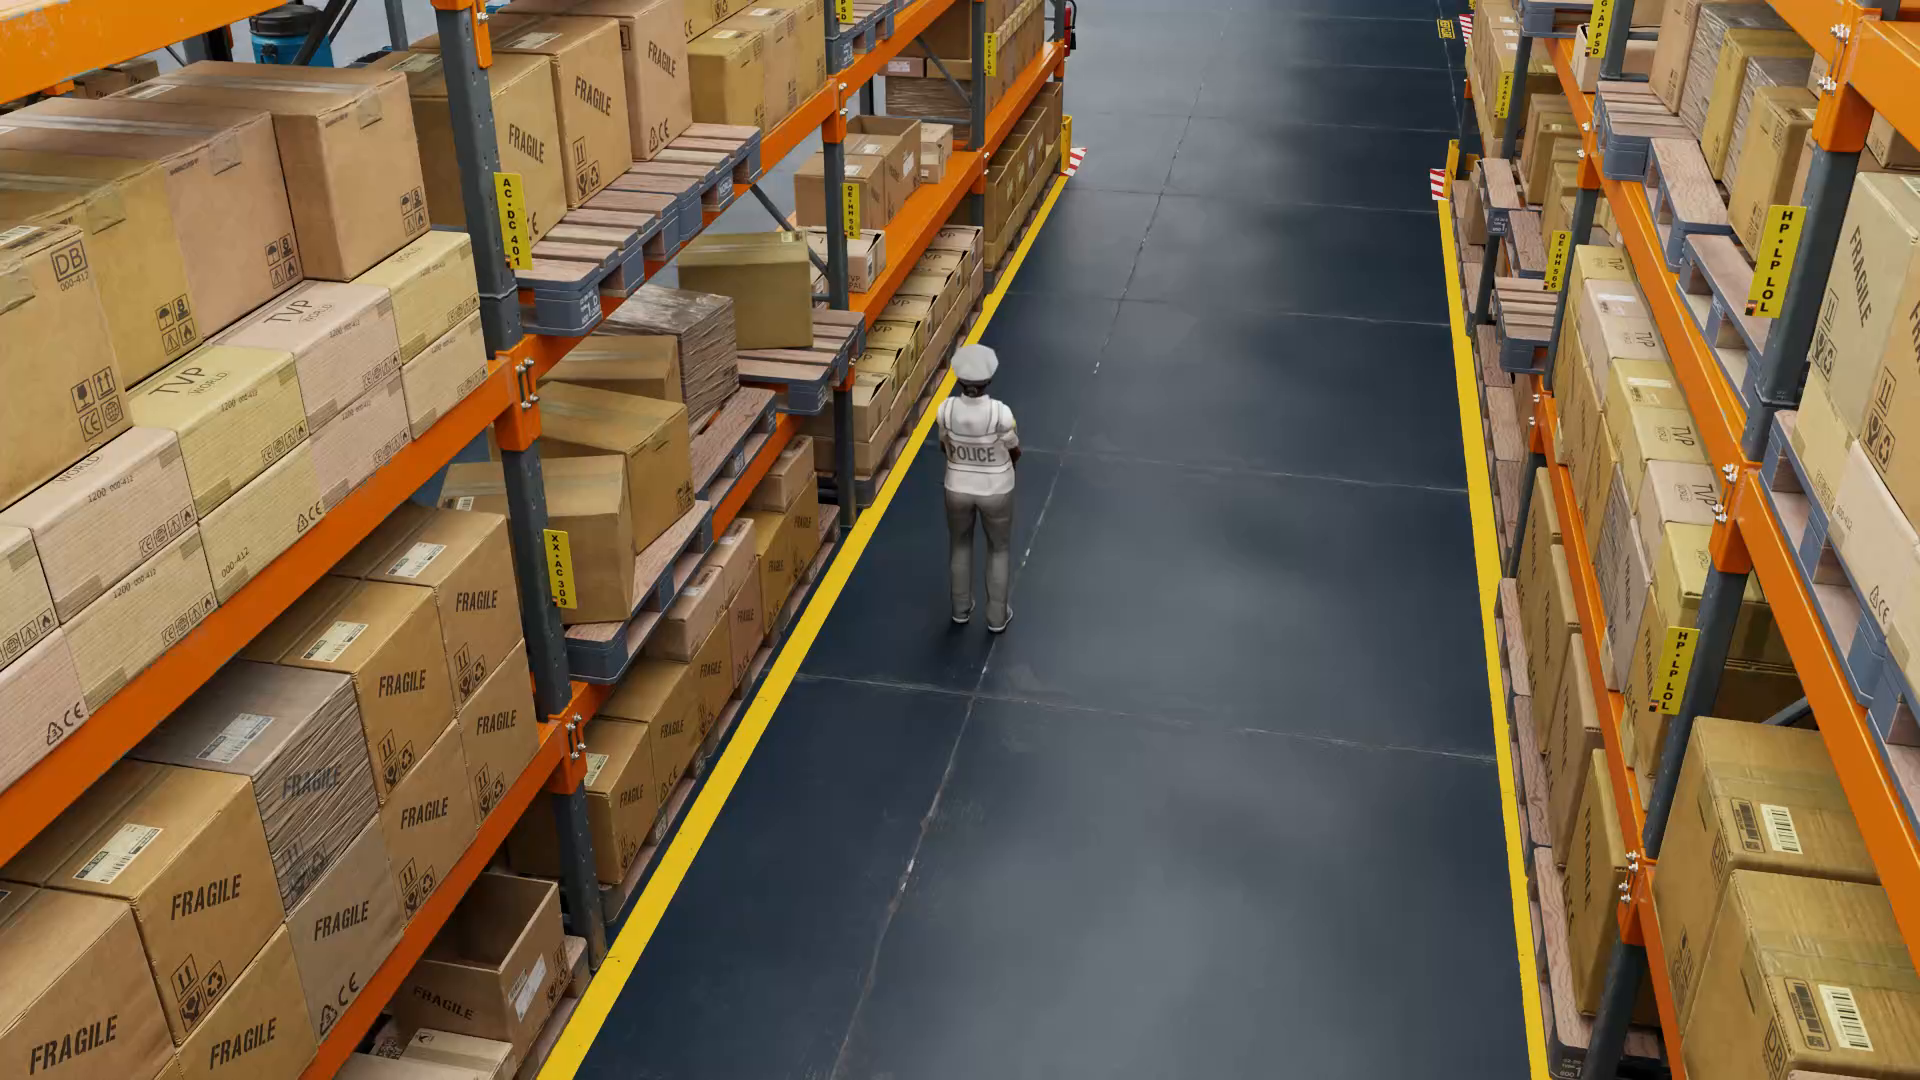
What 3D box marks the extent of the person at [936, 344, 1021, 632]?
[{"bbox_3d":[0.116,-0.308,9.145,0.450,1.690,0.514,6,29,10],"label":"person"}]
